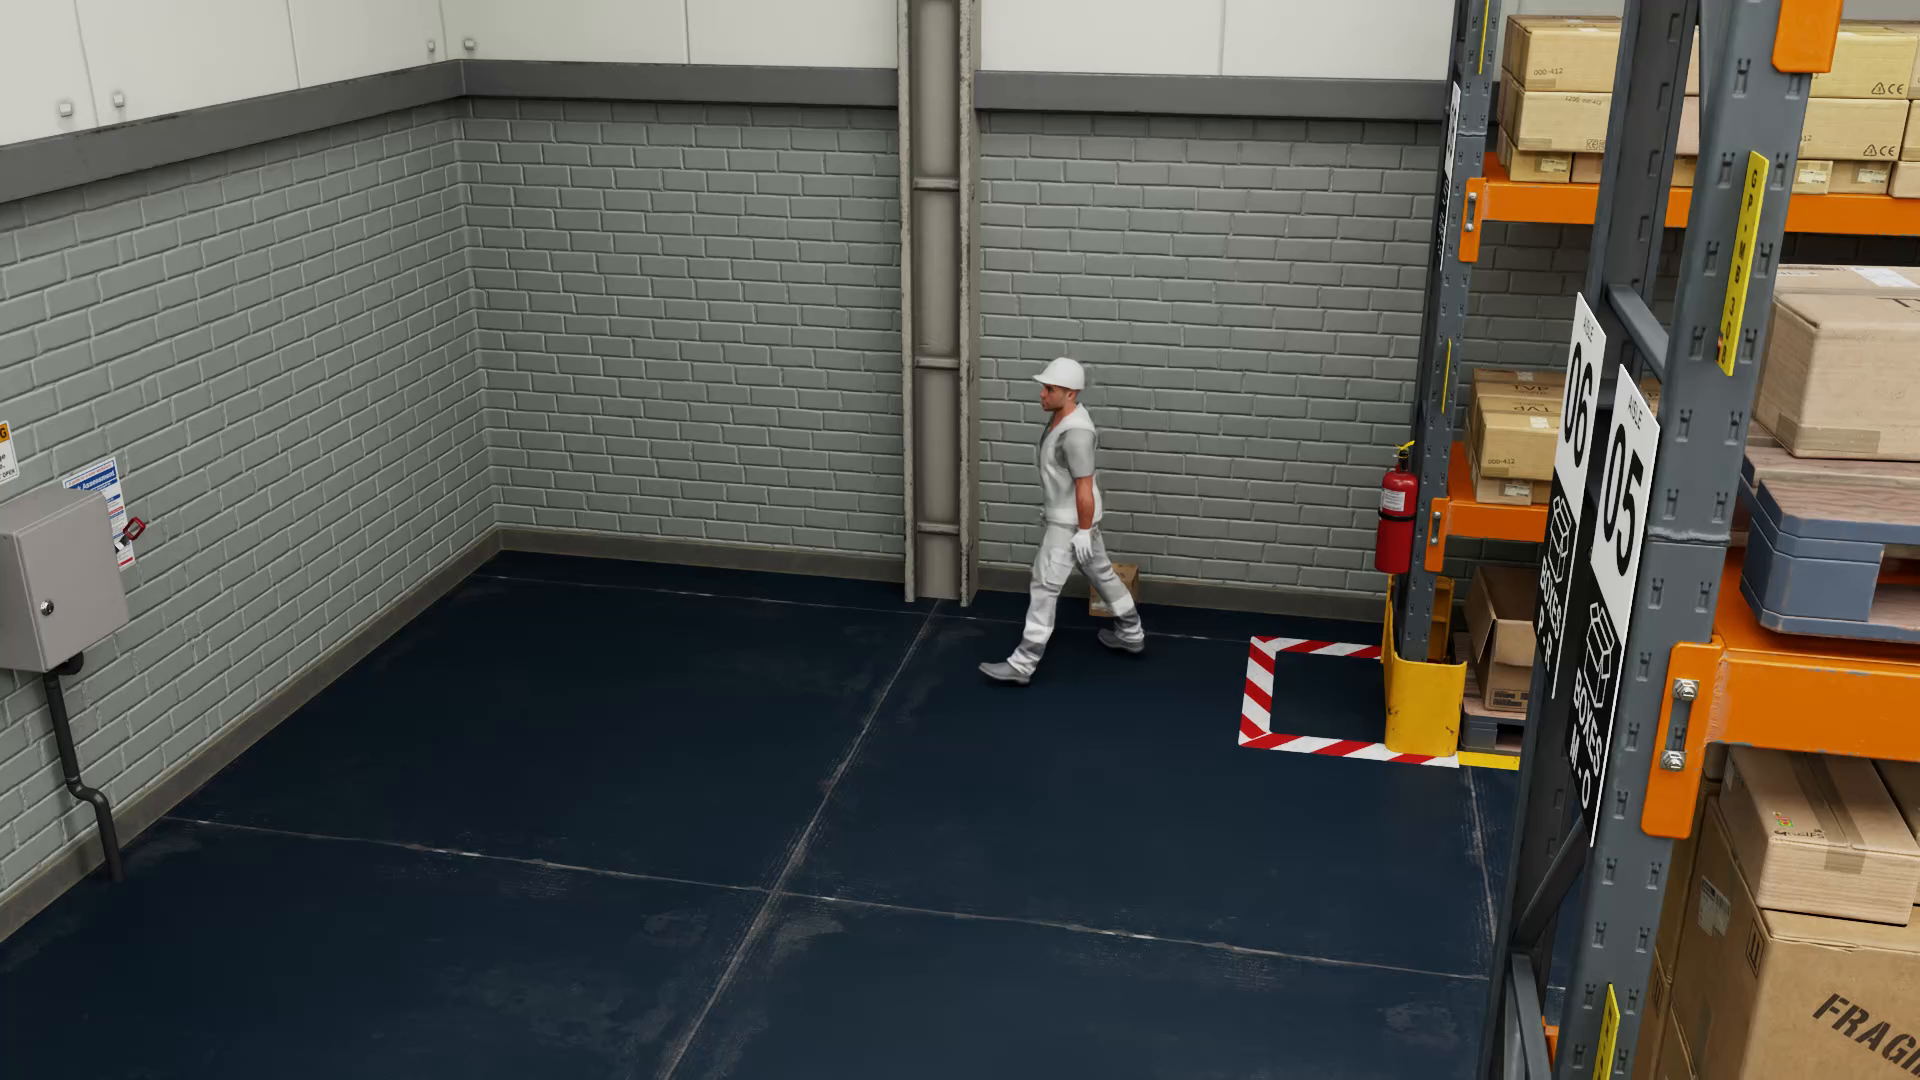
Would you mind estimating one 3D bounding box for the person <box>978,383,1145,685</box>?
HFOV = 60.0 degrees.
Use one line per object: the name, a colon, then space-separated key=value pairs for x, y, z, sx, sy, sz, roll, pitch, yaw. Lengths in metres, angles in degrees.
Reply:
person: x=0.564 y=-0.095 z=8.878 sx=0.935 sy=1.710 sz=0.592 roll=0 pitch=21 yaw=0
